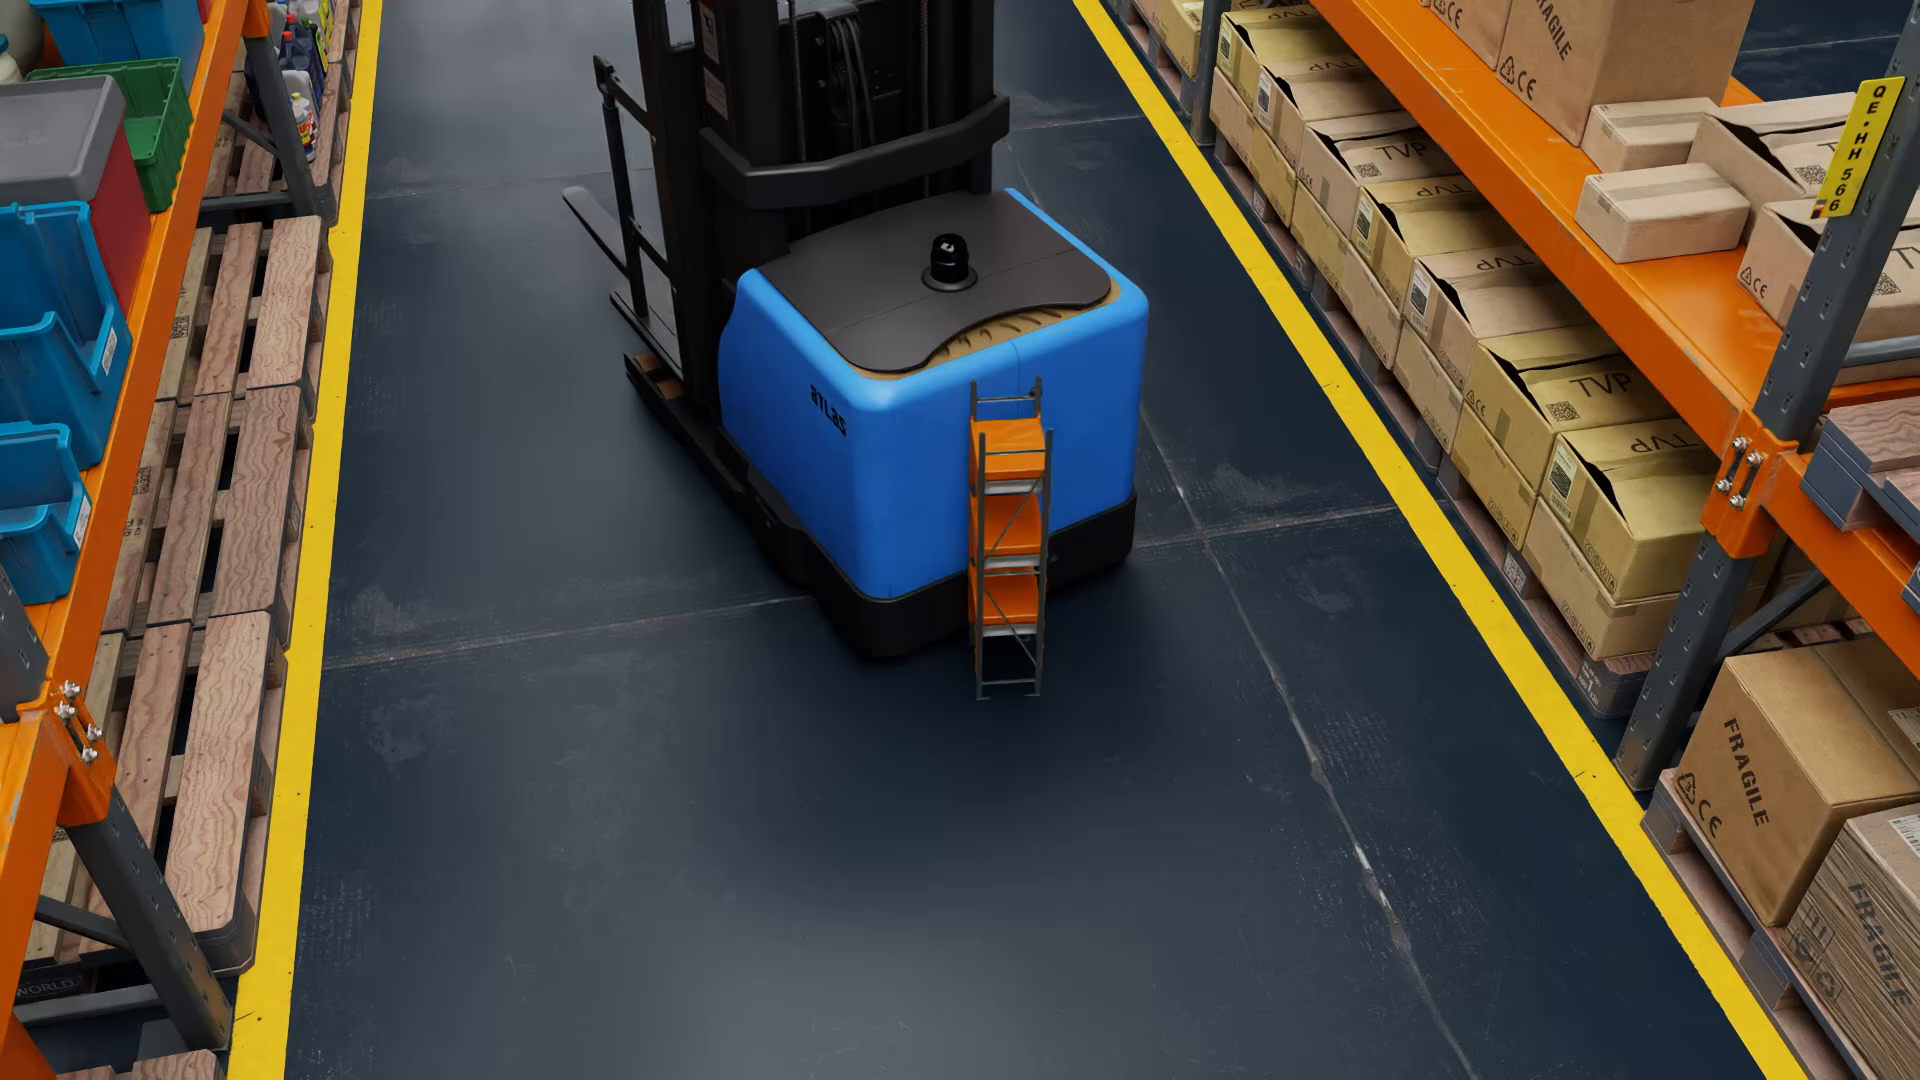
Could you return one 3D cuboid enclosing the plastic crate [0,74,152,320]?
[{"bbox_3d":[-2.429,-0.891,4.446,0.402,0.464,0.583,-8,42,-9],"label":"plastic crate"}]

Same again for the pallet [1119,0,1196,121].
[{"bbox_3d":[1.464,-2.555,8.469,1.003,0.211,1.213,-8,42,-9],"label":"pallet"}]

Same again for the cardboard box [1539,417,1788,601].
[{"bbox_3d":[2.105,-0.126,4.965,0.500,0.311,0.500,-7,42,-8],"label":"cardboard box"}]

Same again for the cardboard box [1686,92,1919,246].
[{"bbox_3d":[2.454,-1.057,4.749,0.500,0.311,0.500,-9,42,-10],"label":"cardboard box"}]

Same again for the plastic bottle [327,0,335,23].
[{"bbox_3d":[-3.224,-2.723,8.278,0.152,0.276,0.135,-9,42,-10],"label":"plastic bottle"}]

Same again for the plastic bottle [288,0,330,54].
[{"bbox_3d":[-3.144,-2.523,7.997,0.144,0.351,0.185,-9,42,-10],"label":"plastic bottle"}]

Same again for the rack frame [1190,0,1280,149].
[{"bbox_3d":[1.595,-3.076,6.956,1.000,3.000,0.127,-8,42,-9],"label":"rack frame"}]

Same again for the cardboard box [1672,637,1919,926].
[{"bbox_3d":[2.278,0.623,4.340,0.500,0.500,0.500,-7,42,-7],"label":"cardboard box"}]

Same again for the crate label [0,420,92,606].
[{"bbox_3d":[-2.104,-0.040,3.662,0.303,0.233,0.416,-8,42,-9],"label":"crate label"}]

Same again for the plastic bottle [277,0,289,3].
[{"bbox_3d":[-3.341,-2.665,8.269,0.097,0.201,0.097,0,42,0],"label":"plastic bottle"}]

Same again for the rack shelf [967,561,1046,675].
[{"bbox_3d":[0.140,0.235,5.128,0.215,0.259,0.240,-3,42,-4],"label":"rack shelf"}]

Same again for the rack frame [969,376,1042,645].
[{"bbox_3d":[0.129,-0.062,5.028,0.200,1.050,0.008,-3,42,-4],"label":"rack frame"}]

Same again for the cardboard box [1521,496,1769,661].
[{"bbox_3d":[2.107,0.082,5.153,0.500,0.250,0.500,-7,42,-8],"label":"cardboard box"}]

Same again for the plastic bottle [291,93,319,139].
[{"bbox_3d":[-2.927,-1.888,7.394,0.097,0.201,0.097,0,42,0],"label":"plastic bottle"}]

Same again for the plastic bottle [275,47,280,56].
[{"bbox_3d":[-3.161,-2.172,7.661,0.097,0.271,0.097,0,42,0],"label":"plastic bottle"}]

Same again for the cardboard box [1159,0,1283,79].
[{"bbox_3d":[1.282,-2.474,8.033,0.500,0.250,0.500,-8,42,-9],"label":"cardboard box"}]

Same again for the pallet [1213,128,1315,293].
[{"bbox_3d":[1.792,-1.561,7.350,1.003,0.211,1.213,-8,42,-9],"label":"pallet"}]

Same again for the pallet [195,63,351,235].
[{"bbox_3d":[-3.347,-1.767,7.582,1.003,0.211,1.213,-8,42,-9],"label":"pallet"}]

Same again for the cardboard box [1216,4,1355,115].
[{"bbox_3d":[1.441,-2.111,7.201,0.500,0.311,0.500,-8,42,-9],"label":"cardboard box"}]

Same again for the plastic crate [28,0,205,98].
[{"bbox_3d":[-2.701,-1.692,5.409,0.392,0.384,0.575,-8,42,-9],"label":"plastic crate"}]

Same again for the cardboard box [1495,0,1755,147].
[{"bbox_3d":[2.080,-1.606,5.224,0.500,0.500,0.500,-10,43,-12],"label":"cardboard box"}]

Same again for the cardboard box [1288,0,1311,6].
[{"bbox_3d":[1.801,-2.831,7.869,0.500,0.500,0.500,-8,42,-9],"label":"cardboard box"}]

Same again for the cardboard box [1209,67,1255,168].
[{"bbox_3d":[1.440,-1.908,7.395,0.500,0.250,0.500,-9,42,-10],"label":"cardboard box"}]

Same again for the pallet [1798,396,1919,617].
[{"bbox_3d":[2.673,0.018,3.615,1.213,0.211,1.003,-8,42,-9],"label":"pallet"}]

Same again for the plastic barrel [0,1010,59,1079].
[{"bbox_3d":[-2.257,1.193,3.465,0.600,0.830,0.708,-8,42,-9],"label":"plastic barrel"}]

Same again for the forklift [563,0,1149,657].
[{"bbox_3d":[-0.617,-1.685,5.441,1.130,2.935,3.031,-22,46,-23],"label":"forklift"}]

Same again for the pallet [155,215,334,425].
[{"bbox_3d":[-3.035,-0.822,6.517,1.003,0.211,1.213,-8,42,-9],"label":"pallet"}]

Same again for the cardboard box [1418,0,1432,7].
[{"bbox_3d":[1.859,-2.272,5.974,0.500,0.500,0.500,-6,42,-6],"label":"cardboard box"}]

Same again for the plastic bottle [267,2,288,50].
[{"bbox_3d":[-3.283,-2.458,7.980,0.152,0.276,0.135,-8,42,-9],"label":"plastic bottle"}]

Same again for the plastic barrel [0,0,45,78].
[{"bbox_3d":[-3.250,-1.768,5.380,0.433,0.535,0.433,0,42,0],"label":"plastic barrel"}]

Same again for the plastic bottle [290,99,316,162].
[{"bbox_3d":[-2.883,-1.782,7.222,0.097,0.271,0.097,0,42,0],"label":"plastic bottle"}]

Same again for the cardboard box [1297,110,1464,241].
[{"bbox_3d":[1.657,-1.450,6.457,0.500,0.311,0.500,-10,43,-11],"label":"cardboard box"}]

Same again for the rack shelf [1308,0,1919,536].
[{"bbox_3d":[2.027,-1.511,5.734,1.077,0.370,4.000,-8,42,-9],"label":"rack shelf"}]

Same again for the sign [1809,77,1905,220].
[{"bbox_3d":[1.917,-0.835,3.558,0.100,0.325,0.005,-8,42,-9],"label":"sign"}]

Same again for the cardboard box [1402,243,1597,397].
[{"bbox_3d":[1.880,-0.790,5.712,0.500,0.311,0.500,-9,42,-10],"label":"cardboard box"}]

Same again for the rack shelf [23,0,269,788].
[{"bbox_3d":[-2.811,-0.803,4.937,1.077,0.370,4.000,-8,42,-9],"label":"rack shelf"}]

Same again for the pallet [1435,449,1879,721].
[{"bbox_3d":[2.319,0.020,5.568,1.003,0.211,1.213,-8,42,-9],"label":"pallet"}]

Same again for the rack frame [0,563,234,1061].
[{"bbox_3d":[-2.379,0.224,3.238,1.000,3.000,0.127,-8,42,-9],"label":"rack frame"}]

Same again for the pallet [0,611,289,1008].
[{"bbox_3d":[-2.508,0.759,4.736,1.003,0.211,1.213,-8,42,-9],"label":"pallet"}]

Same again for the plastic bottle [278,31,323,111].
[{"bbox_3d":[-3.011,-2.125,7.549,0.144,0.351,0.185,-7,42,-8],"label":"plastic bottle"}]

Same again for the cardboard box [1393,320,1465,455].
[{"bbox_3d":[1.886,-0.578,5.897,0.500,0.250,0.500,-7,42,-8],"label":"cardboard box"}]

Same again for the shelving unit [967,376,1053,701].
[{"bbox_3d":[0.140,0.019,4.937,0.215,1.050,0.252,-3,42,-4],"label":"shelving unit"}]

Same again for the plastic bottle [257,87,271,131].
[{"bbox_3d":[-3.083,-1.977,7.432,0.061,0.283,0.133,-8,42,-9],"label":"plastic bottle"}]

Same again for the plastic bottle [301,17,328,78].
[{"bbox_3d":[-3.047,-2.335,7.836,0.061,0.283,0.133,-7,42,-7],"label":"plastic bottle"}]

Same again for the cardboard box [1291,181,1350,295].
[{"bbox_3d":[1.664,-1.241,6.643,0.500,0.250,0.500,-10,42,-11],"label":"cardboard box"}]
